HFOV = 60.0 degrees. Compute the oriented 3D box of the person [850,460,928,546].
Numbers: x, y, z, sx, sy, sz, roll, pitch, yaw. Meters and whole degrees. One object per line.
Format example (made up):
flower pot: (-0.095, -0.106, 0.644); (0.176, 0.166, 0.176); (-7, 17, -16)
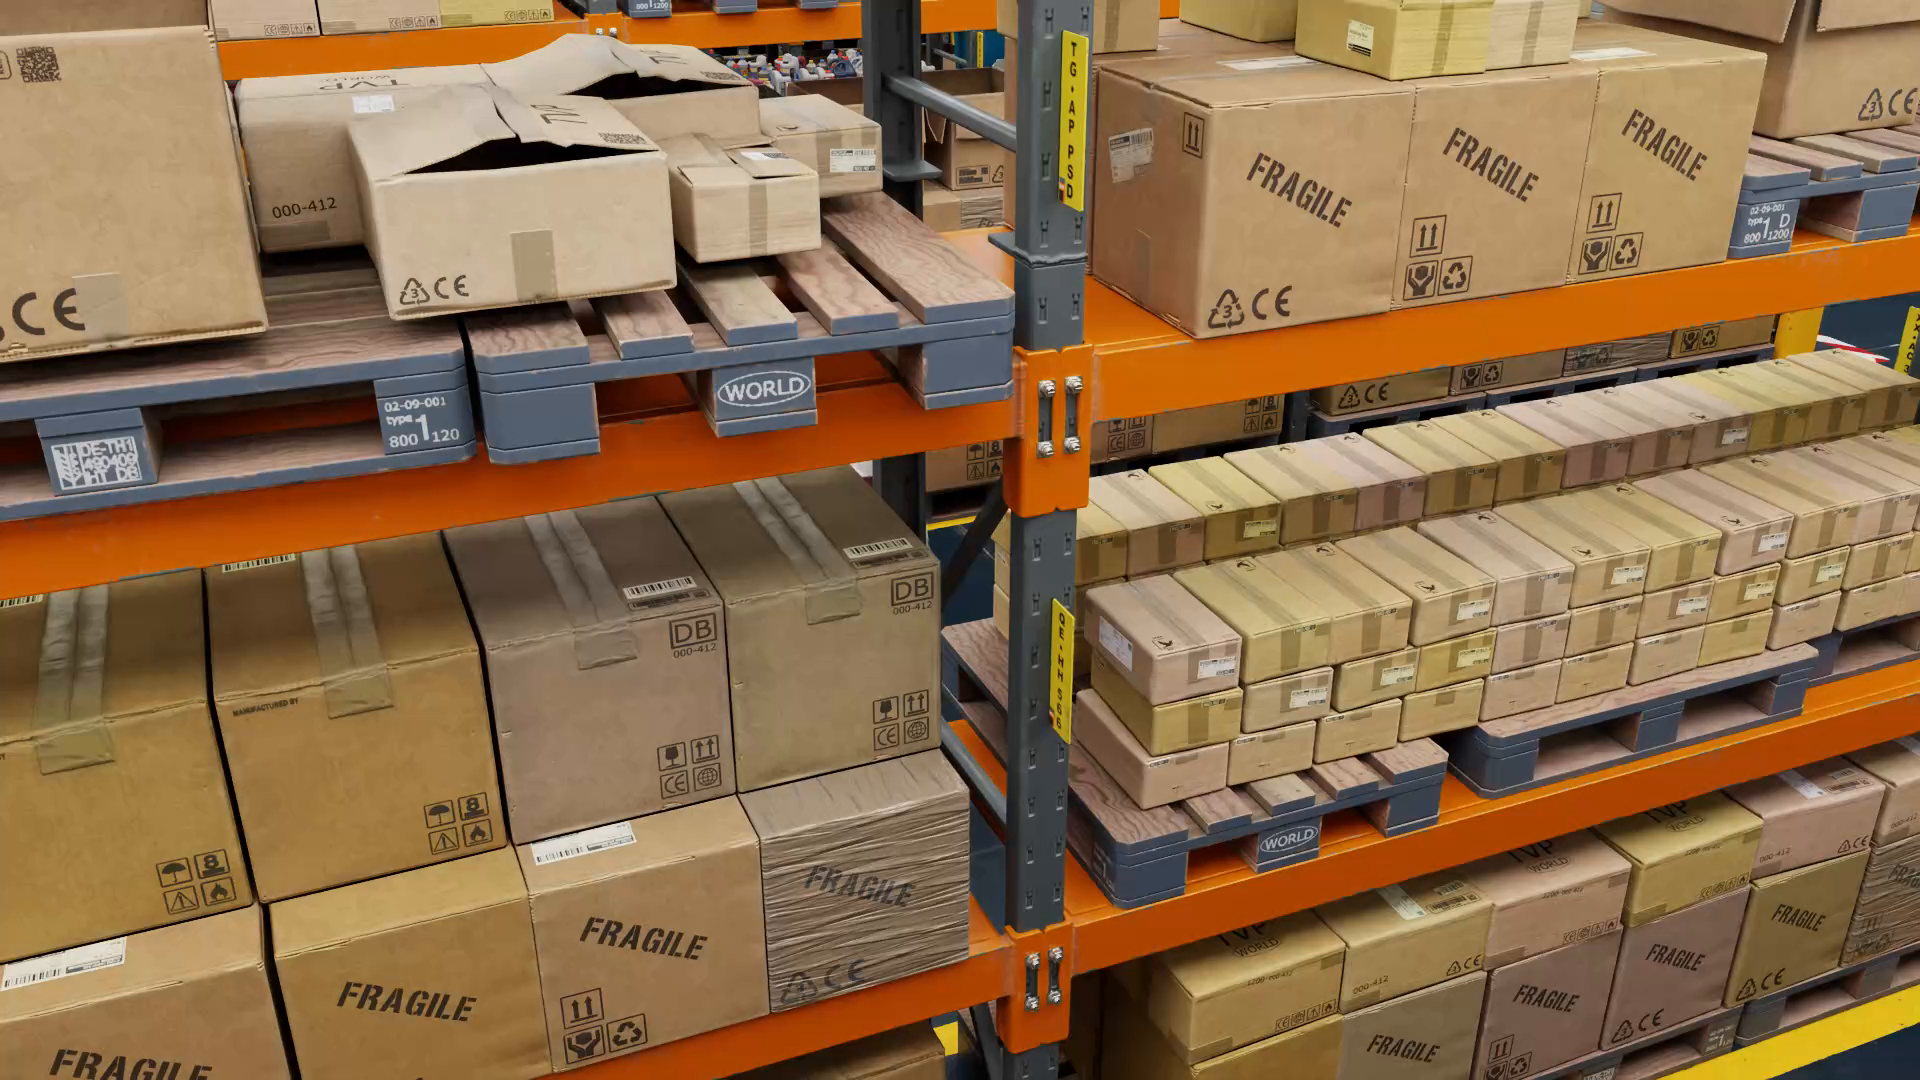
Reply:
person: (-0.348, 0.417, 6.235); (0.398, 1.765, 0.563); (-10, 27, -19)
